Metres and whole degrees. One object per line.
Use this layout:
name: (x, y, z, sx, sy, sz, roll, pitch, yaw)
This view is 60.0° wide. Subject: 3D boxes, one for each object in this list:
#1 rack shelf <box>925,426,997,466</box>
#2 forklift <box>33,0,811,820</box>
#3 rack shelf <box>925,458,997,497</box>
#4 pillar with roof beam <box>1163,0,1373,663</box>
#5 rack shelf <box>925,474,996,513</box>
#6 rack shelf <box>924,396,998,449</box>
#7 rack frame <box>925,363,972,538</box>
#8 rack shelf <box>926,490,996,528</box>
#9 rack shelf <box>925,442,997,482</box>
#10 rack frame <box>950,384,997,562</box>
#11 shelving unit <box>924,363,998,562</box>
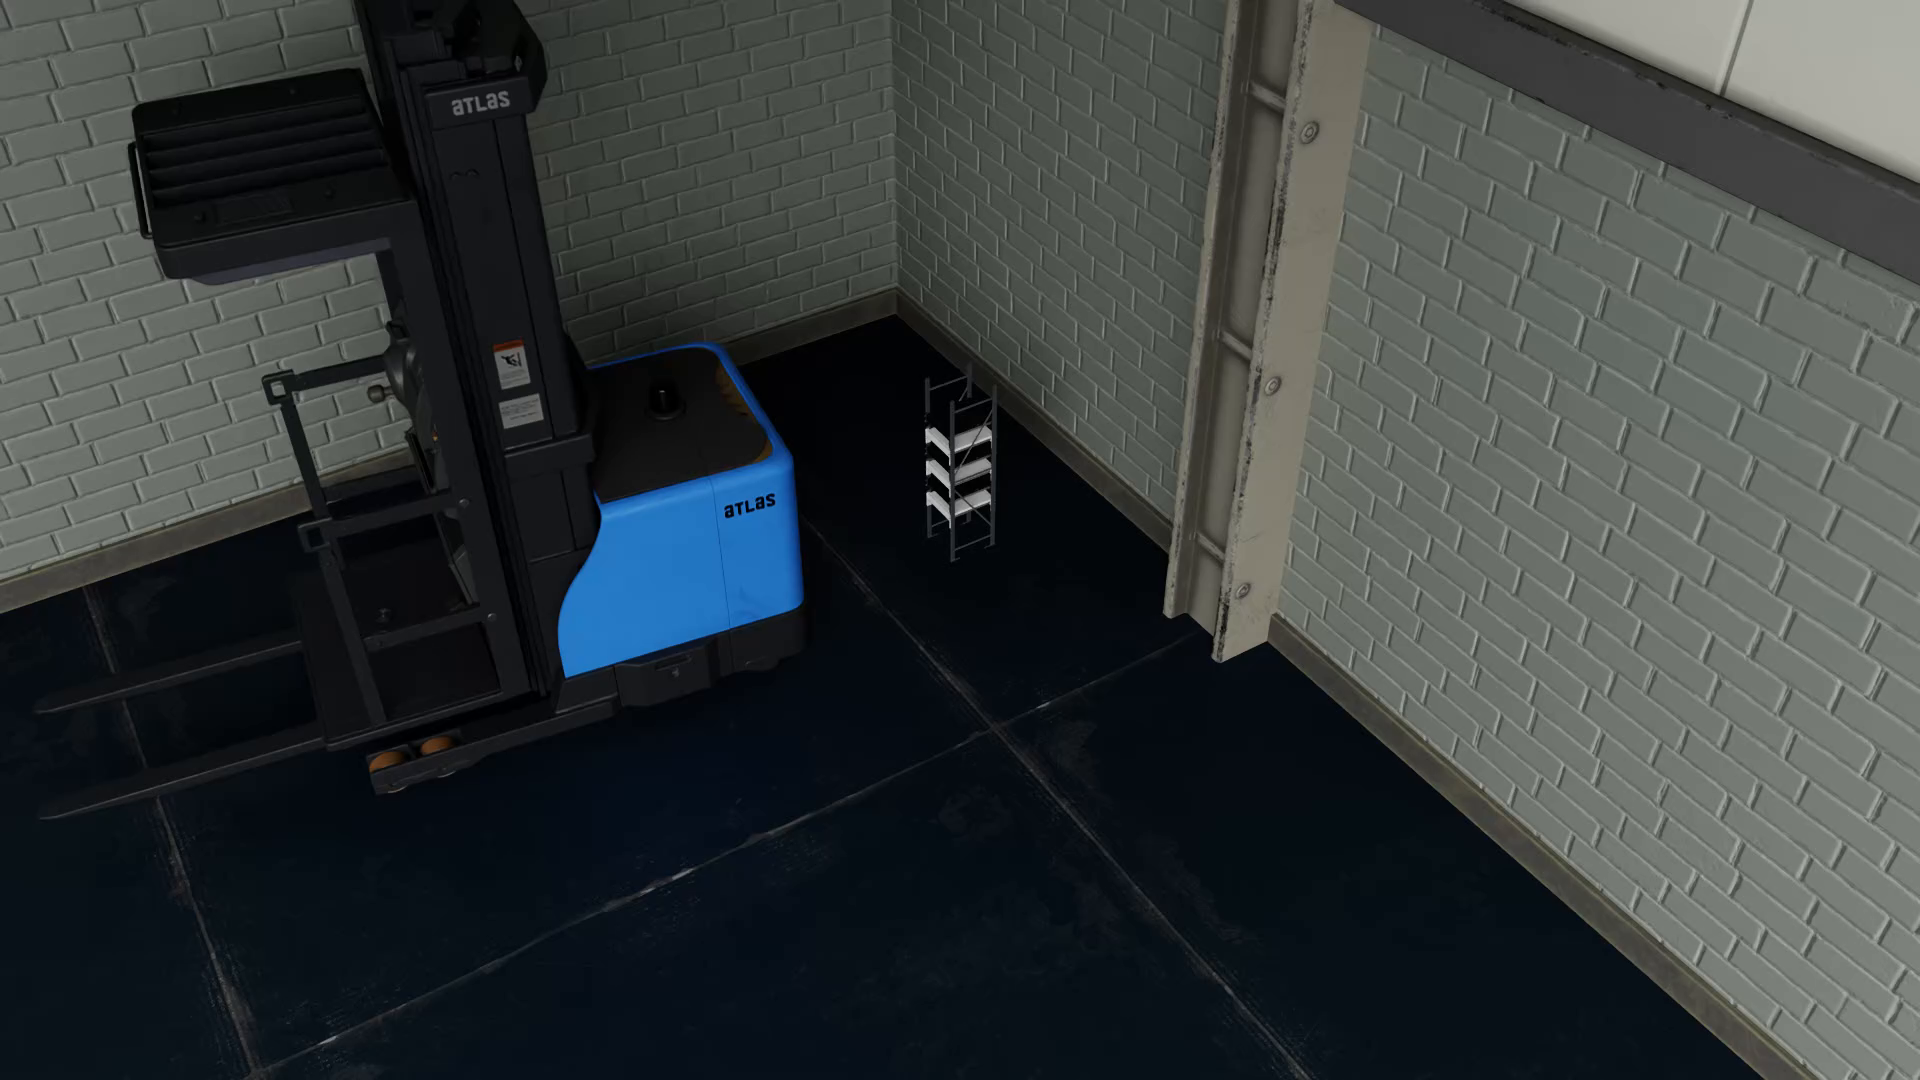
rack shelf: (0.004, -0.454, 7.423, 0.258, 0.077, 0.200, -22, 45, -24)
forklift: (-2.205, -0.510, 6.133, 3.031, 2.935, 1.130, -16, 43, -19)
rack shelf: (0.004, -0.316, 7.539, 0.258, 0.077, 0.200, -22, 45, -24)
pillar with roof beam: (-2.491, -1.602, 2.703, 9.100, 9.000, 0.400, -22, 45, -24)
rack shelf: (0.004, -0.247, 7.596, 0.258, 0.077, 0.200, -22, 45, -24)
rack shelf: (0.004, -0.523, 7.366, 0.258, 0.077, 0.200, -22, 45, -24)
rack frame: (-0.050, -0.396, 7.583, 0.240, 0.900, 0.006, -22, 45, -24)
rack shelf: (0.004, -0.177, 7.654, 0.258, 0.077, 0.200, -22, 45, -24)
rack shelf: (0.004, -0.385, 7.481, 0.258, 0.077, 0.200, -22, 45, -24)
rack frame: (0.059, -0.286, 7.451, 0.240, 0.900, 0.006, -22, 45, -24)
shelving unit: (0.004, -0.341, 7.517, 0.258, 0.900, 0.210, -22, 45, -24)
